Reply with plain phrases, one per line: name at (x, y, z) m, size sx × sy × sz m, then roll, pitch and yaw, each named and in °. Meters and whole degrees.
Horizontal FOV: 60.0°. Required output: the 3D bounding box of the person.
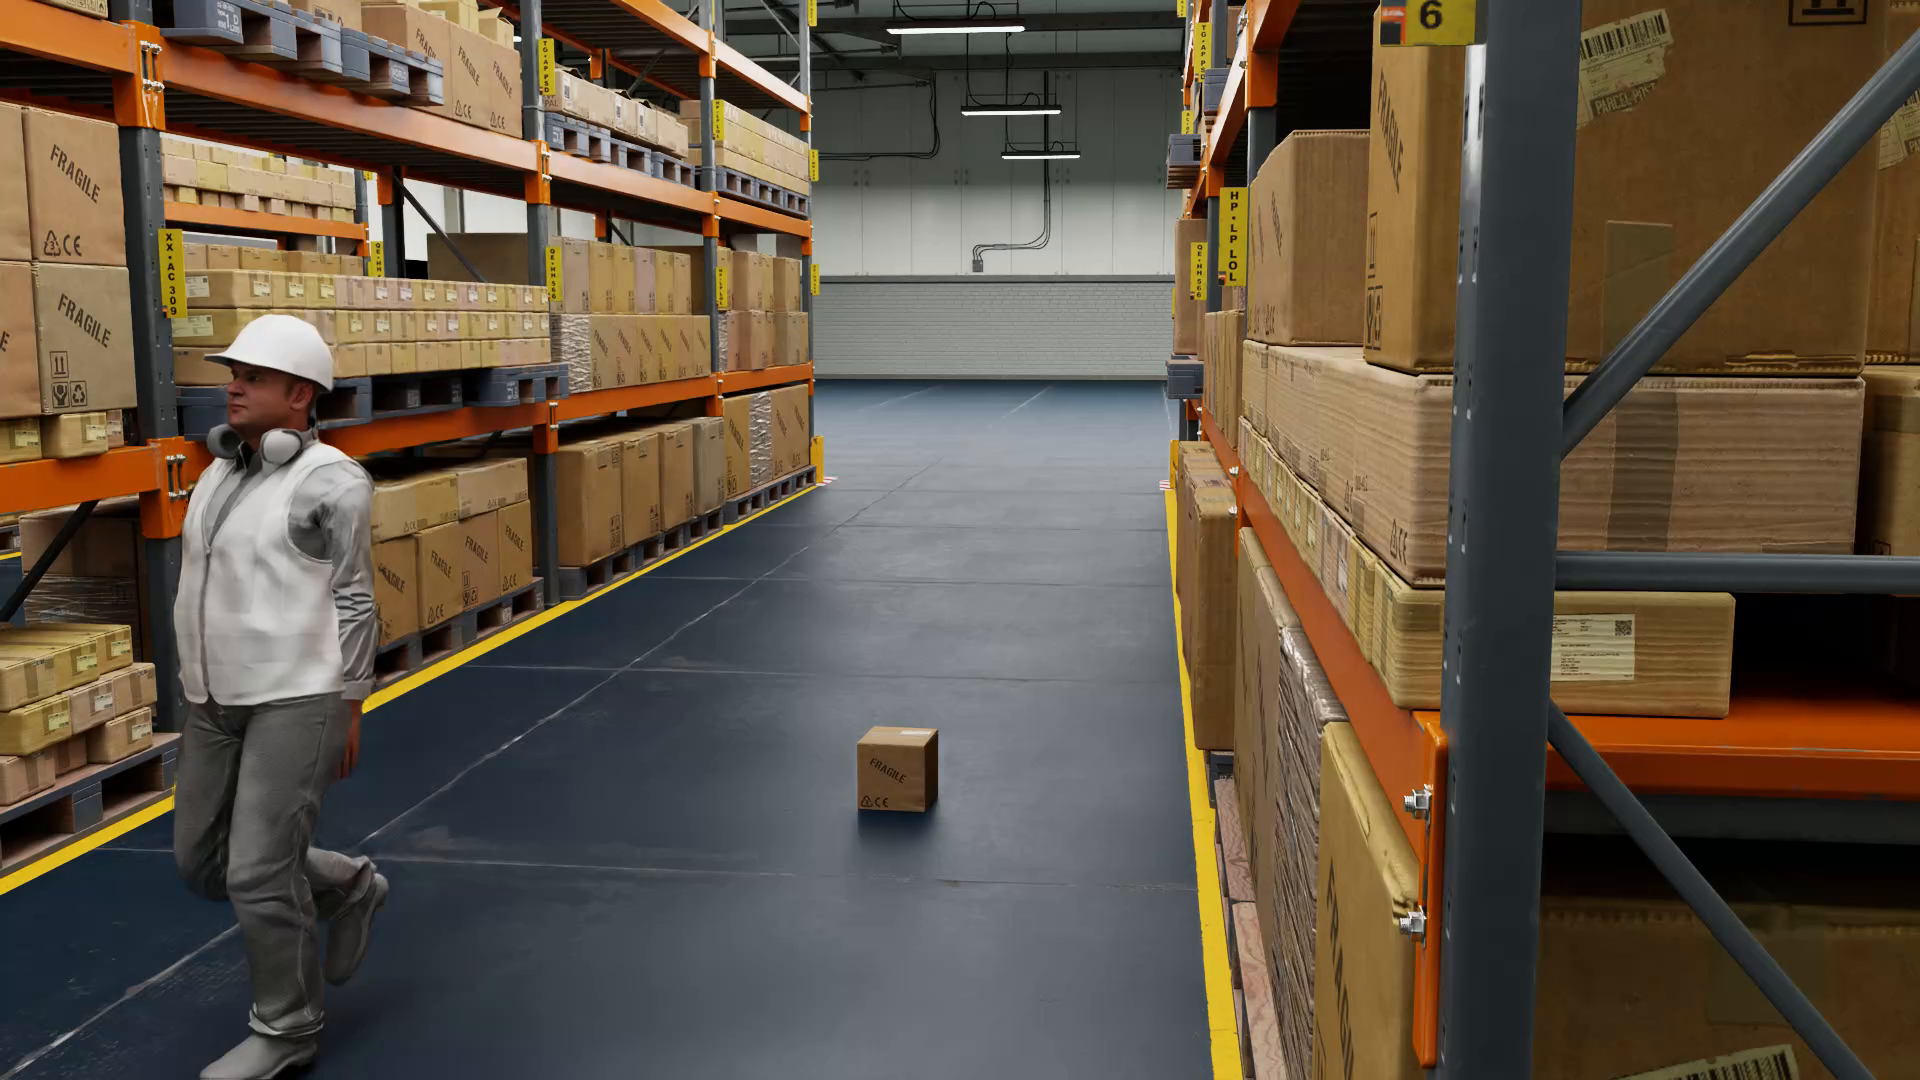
person at (-1.593, 0.351, 3.938) m, size 0.527 × 1.751 × 0.664 m, roll 4°, pitch 9°, yaw 30°
